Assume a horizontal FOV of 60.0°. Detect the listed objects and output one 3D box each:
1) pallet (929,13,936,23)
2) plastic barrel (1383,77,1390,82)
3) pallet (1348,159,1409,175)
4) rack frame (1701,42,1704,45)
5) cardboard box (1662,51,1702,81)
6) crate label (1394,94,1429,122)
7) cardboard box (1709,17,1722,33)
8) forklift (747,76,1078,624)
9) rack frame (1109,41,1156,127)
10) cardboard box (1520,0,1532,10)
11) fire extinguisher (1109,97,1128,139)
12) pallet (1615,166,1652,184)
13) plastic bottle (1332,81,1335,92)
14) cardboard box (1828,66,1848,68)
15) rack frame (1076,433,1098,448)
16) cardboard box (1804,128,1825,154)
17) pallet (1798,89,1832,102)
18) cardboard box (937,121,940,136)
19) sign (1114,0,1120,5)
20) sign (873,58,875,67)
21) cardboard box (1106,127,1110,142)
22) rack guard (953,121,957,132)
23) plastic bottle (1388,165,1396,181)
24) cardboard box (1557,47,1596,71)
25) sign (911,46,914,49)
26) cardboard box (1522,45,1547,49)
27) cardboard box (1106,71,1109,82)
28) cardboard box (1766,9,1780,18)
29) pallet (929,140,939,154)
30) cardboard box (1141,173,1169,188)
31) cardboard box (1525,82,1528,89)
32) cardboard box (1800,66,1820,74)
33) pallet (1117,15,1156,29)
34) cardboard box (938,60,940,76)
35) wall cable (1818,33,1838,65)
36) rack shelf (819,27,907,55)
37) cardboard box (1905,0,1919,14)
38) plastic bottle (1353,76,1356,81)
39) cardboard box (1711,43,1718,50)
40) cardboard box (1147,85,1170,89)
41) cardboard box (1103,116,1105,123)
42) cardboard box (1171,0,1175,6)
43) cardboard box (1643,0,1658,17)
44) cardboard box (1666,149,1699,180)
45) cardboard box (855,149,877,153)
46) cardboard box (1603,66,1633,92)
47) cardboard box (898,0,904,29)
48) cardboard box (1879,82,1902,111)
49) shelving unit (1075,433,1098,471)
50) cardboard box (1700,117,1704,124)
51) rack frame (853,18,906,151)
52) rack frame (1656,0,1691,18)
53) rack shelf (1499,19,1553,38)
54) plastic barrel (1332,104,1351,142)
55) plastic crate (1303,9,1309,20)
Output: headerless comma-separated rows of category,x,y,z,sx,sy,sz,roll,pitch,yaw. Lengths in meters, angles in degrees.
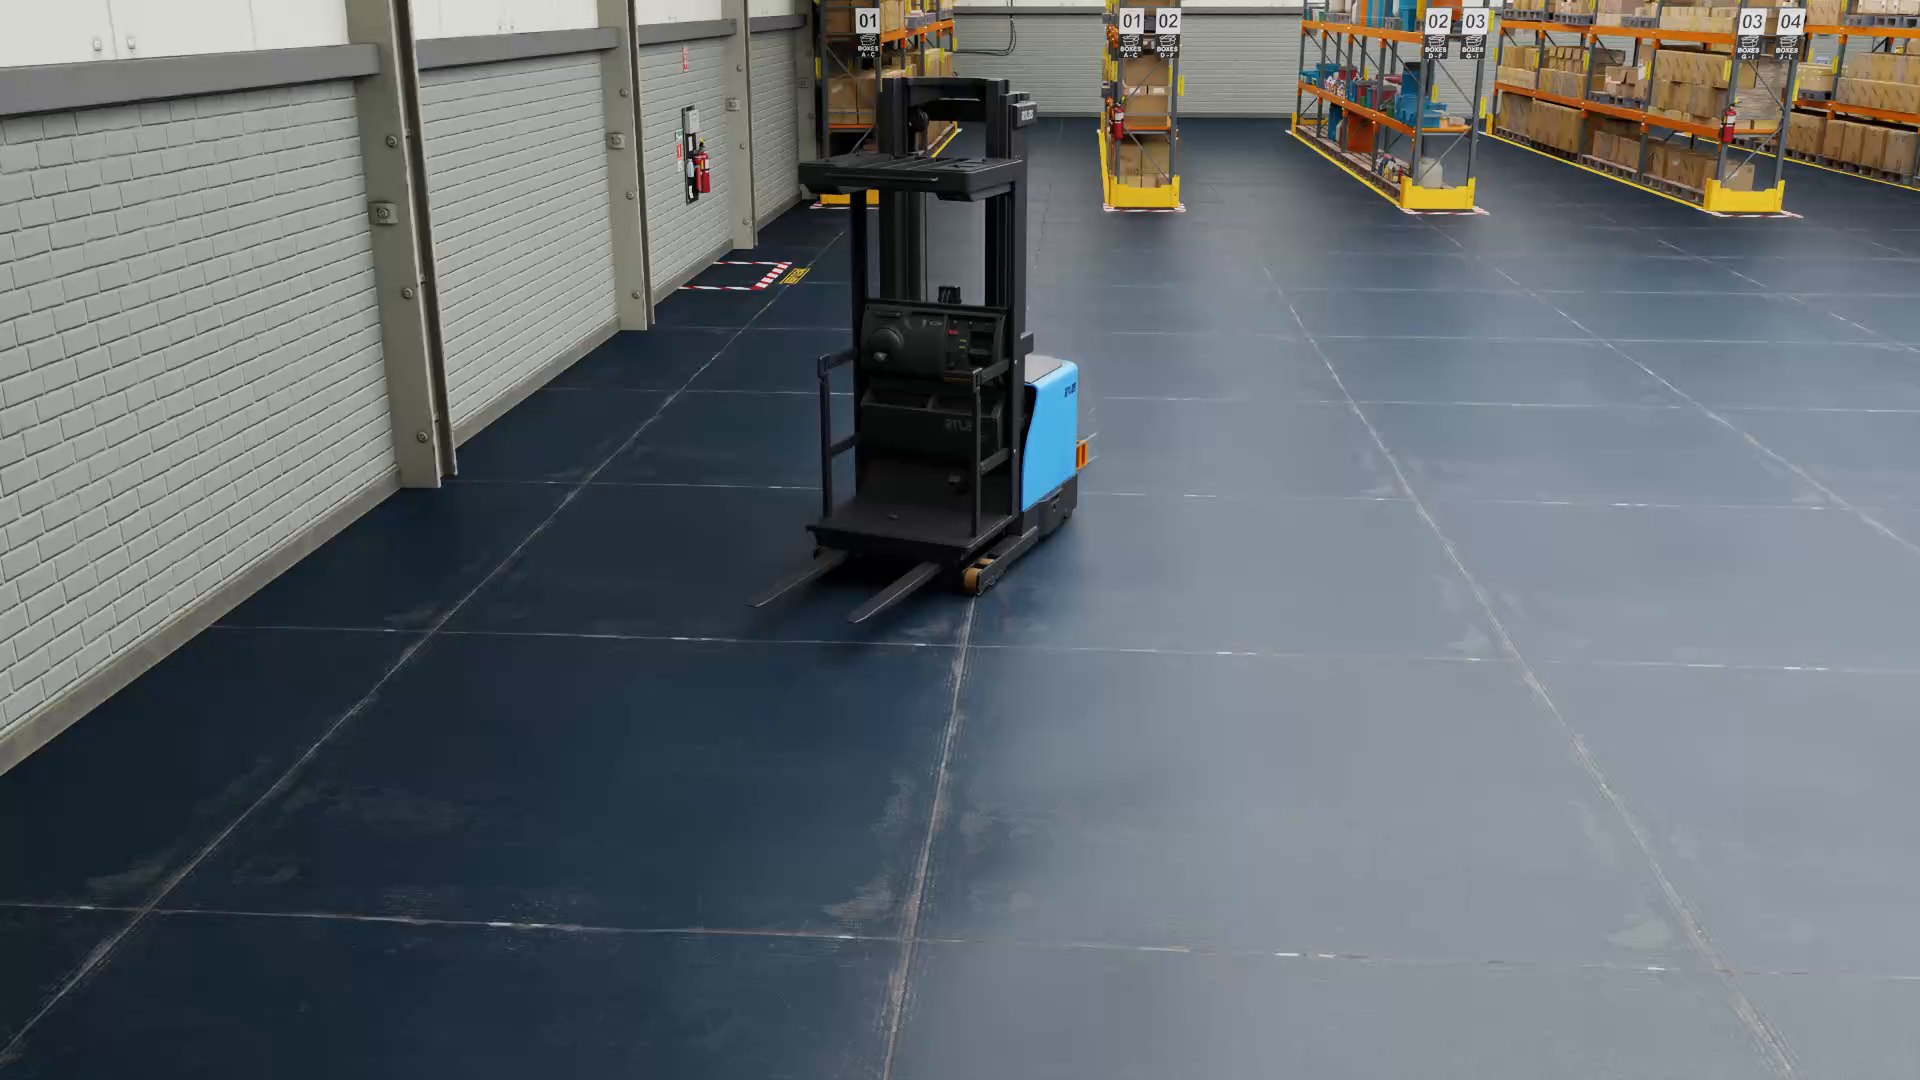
pallet,-0.982,-11.997,38.210,0.805,0.209,1.217,1,18,2
plastic barrel,8.769,-9.214,34.046,0.421,0.512,0.421,0,18,0
pallet,8.445,-7.542,33.602,1.003,0.211,1.213,1,18,4
rack frame,19.083,-11.717,41.865,1.000,3.000,0.127,1,18,4
cardboard box,12.963,-8.507,29.824,0.500,0.500,0.500,1,18,4
crate label,7.918,-7.595,29.228,0.502,0.435,0.616,1,18,4
cardboard box,12.810,-8.555,27.637,0.500,0.250,0.500,1,18,4
forklift,-0.254,-1.213,9.918,1.130,2.935,3.031,8,20,22
rack frame,3.689,-9.597,35.394,1.000,3.000,0.127,1,18,4
cardboard box,14.010,-13.083,40.220,0.700,0.500,0.500,0,18,0
fire extinguisher,2.644,-7.049,27.743,0.296,0.674,0.183,1,18,4
pallet,13.337,-7.049,32.097,1.003,0.211,1.213,1,18,4
plastic bottle,8.385,-10.136,37.246,0.097,0.271,0.097,0,18,0
cardboard box,18.812,-10.061,35.583,0.380,0.149,0.250,2,18,6
rack frame,0.711,-0.673,12.368,0.240,0.006,1.200,8,19,23
cardboard box,18.296,-8.454,35.247,0.500,0.500,0.500,1,18,4
pallet,18.455,-9.365,34.995,1.213,0.211,1.003,1,18,4
cardboard box,-0.882,-9.922,39.164,0.750,0.750,0.750,1,18,5
sign,2.576,-8.937,27.269,0.100,0.325,0.005,1,18,4
sign,-1.806,-10.268,35.582,0.100,0.325,0.005,1,18,4
cardboard box,3.359,-8.600,35.193,0.500,0.311,0.500,2,18,6
rack guard,-0.677,-11.011,43.723,1.175,0.500,0.348,1,18,4
plastic bottle,7.806,-6.616,29.965,0.152,0.276,0.135,1,18,2
cardboard box,13.758,-10.730,37.080,0.797,0.503,0.637,1,18,5
sign,-1.232,-12.654,43.207,0.100,0.325,0.005,1,18,4
cardboard box,14.371,-12.129,41.679,0.500,0.500,0.500,2,18,5
cardboard box,3.733,-10.729,38.015,0.700,0.500,0.500,4,19,13
cardboard box,13.247,-8.514,26.872,0.380,0.149,0.250,1,18,4
pallet,-1.030,-9.002,38.058,1.003,0.211,1.213,1,18,4
cardboard box,3.376,-6.167,28.667,0.500,0.250,0.500,1,18,4
cardboard box,13.589,-10.759,39.345,0.380,0.149,0.250,1,18,3
cardboard box,18.142,-10.000,35.398,0.380,0.149,0.250,2,18,6
pallet,3.277,-9.095,29.186,1.003,0.211,1.213,1,18,4
cardboard box,-0.747,-10.998,39.000,0.500,0.500,0.500,1,18,3
wall cable,24.409,-13.888,46.806,0.585,1.953,0.123,1,18,4
rack shelf,-1.682,-8.926,29.686,1.077,0.370,4.000,1,18,4
cardboard box,18.092,-9.980,31.151,0.500,0.250,0.500,1,18,3
plastic bottle,9.033,-10.415,37.968,0.144,0.351,0.185,1,18,4
cardboard box,18.757,-12.091,40.761,0.500,0.500,0.500,2,18,6
cardboard box,3.375,-7.667,28.303,0.380,0.149,0.250,1,18,2
cardboard box,3.905,-10.666,42.367,0.500,0.250,0.500,1,18,4
cardboard box,3.507,-9.361,28.797,0.500,0.500,0.500,1,18,4
cardboard box,13.482,-10.243,31.708,0.797,0.503,0.637,2,18,6
cardboard box,13.181,-6.843,30.328,0.500,0.500,0.500,7,20,21
cardboard box,-1.543,-6.860,30.348,0.700,0.500,0.500,0,18,0
cardboard box,13.571,-9.453,34.120,0.500,0.500,0.500,-1,18,-3
cardboard box,-1.328,-9.783,30.953,0.500,0.500,0.500,2,18,5
cardboard box,18.066,-8.520,31.946,0.500,0.500,0.500,1,18,4
shelving unit,0.711,-0.586,12.396,0.258,0.189,1.200,8,19,23
cardboard box,12.889,-7.174,28.404,0.380,0.149,0.250,1,18,4
rack frame,-1.539,-8.464,31.937,1.000,3.000,0.127,1,18,4
rack frame,13.283,-10.983,29.990,1.000,3.000,0.127,1,18,4
rack shelf,14.000,-12.322,40.048,1.077,0.370,4.000,1,18,4
plastic barrel,8.810,-9.541,37.920,0.600,0.901,0.708,1,18,4
plastic crate,8.898,-13.220,41.843,0.497,0.269,0.590,1,18,4
